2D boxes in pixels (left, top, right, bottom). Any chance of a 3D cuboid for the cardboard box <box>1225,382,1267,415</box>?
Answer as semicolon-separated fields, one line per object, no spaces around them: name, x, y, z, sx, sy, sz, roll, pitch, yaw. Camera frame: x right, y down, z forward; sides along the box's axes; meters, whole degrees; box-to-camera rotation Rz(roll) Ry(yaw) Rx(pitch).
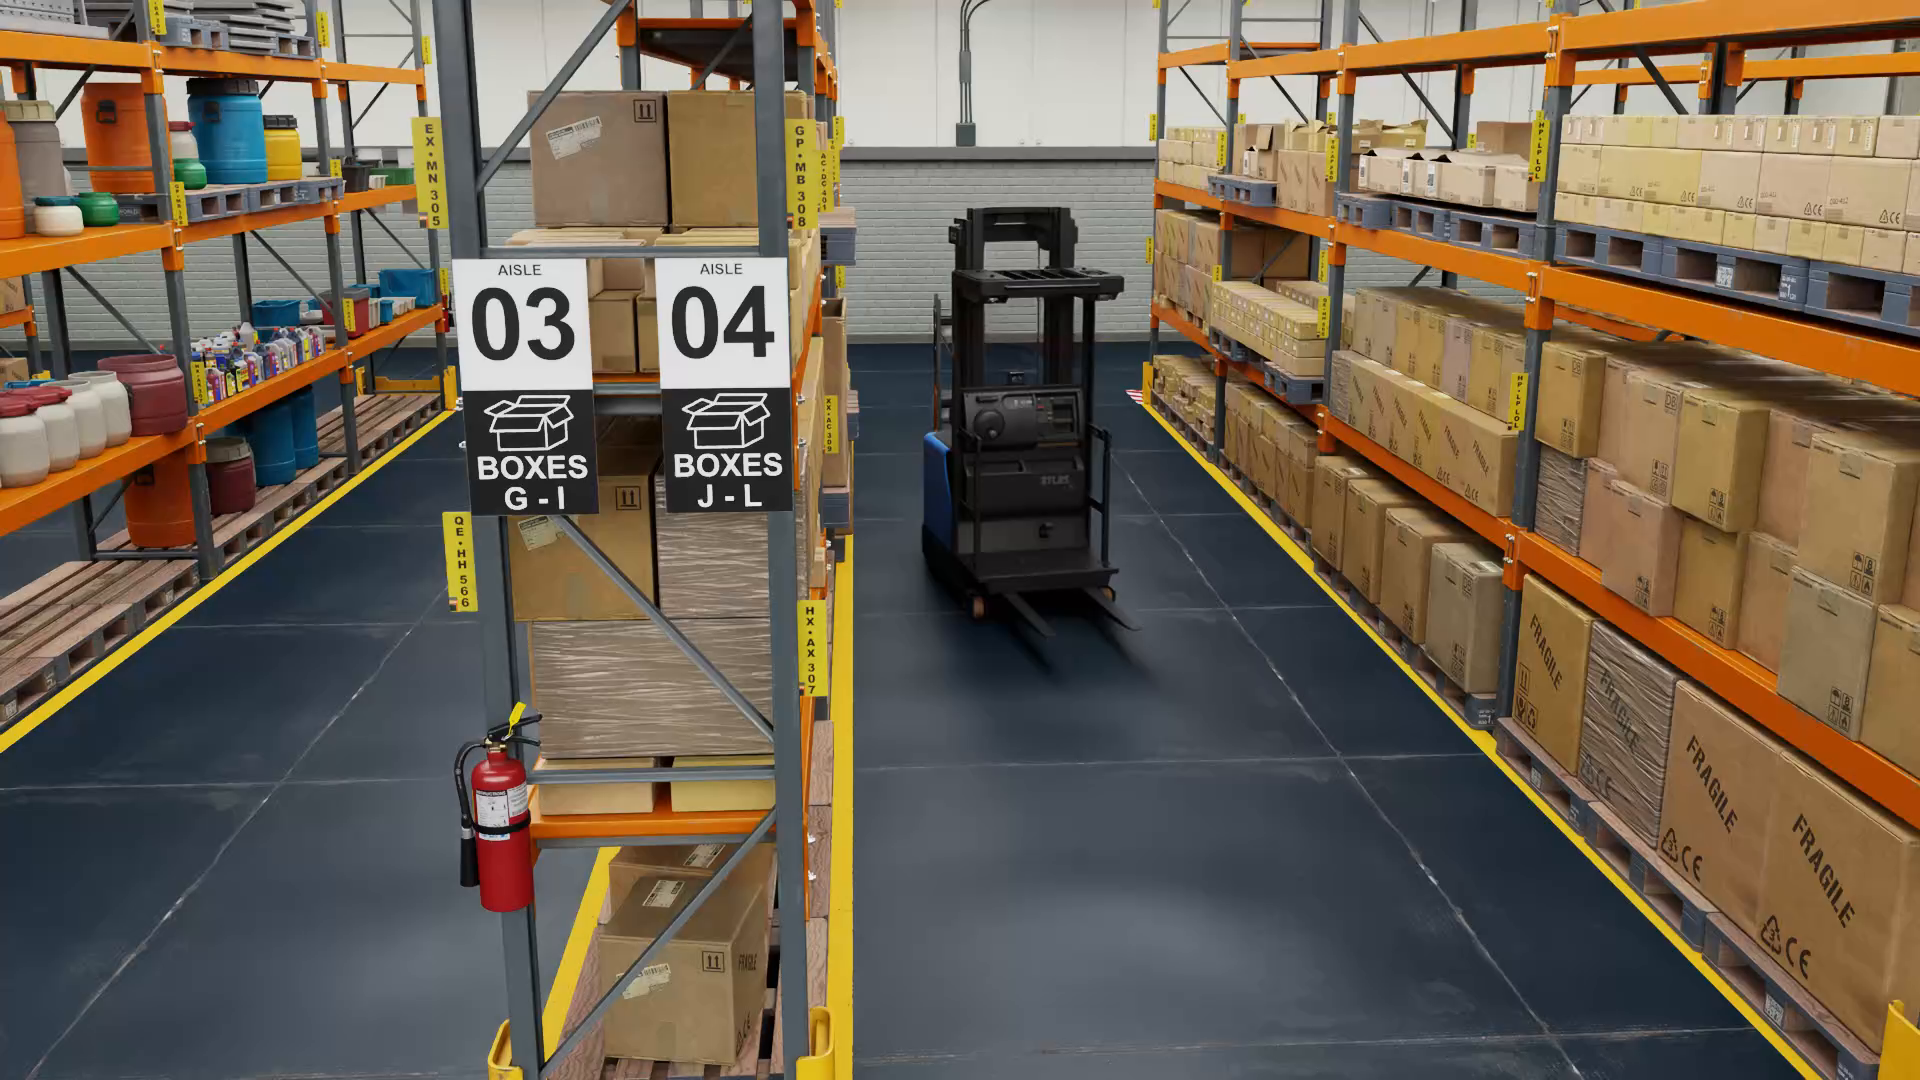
cardboard box;2.972;-1.424;16.709;0.500;0.250;0.500;-2;15;-6

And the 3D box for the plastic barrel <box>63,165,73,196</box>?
plastic barrel;-6.749;-2.558;12.203;0.421;0.512;0.421;0;14;0

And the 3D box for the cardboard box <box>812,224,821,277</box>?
cardboard box;-0.983;-1.485;8.560;0.500;0.250;0.500;0;14;-1

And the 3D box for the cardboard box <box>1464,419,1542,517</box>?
cardboard box;3.386;-0.440;10.016;0.500;0.500;0.500;-1;14;-4

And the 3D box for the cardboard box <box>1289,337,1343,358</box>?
cardboard box;2.952;-1.602;13.799;0.380;0.149;0.250;-1;14;-2

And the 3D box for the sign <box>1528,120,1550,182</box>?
sign;3.144;-2.111;9.021;0.100;0.325;0.005;-1;14;-3

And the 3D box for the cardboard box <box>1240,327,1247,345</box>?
cardboard box;2.841;-1.908;15.582;0.380;0.149;0.250;-1;14;-4

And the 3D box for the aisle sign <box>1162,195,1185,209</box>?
aisle sign;2.638;-4.523;20.868;0.394;0.787;0.004;-1;14;-3

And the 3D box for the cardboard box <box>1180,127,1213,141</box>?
cardboard box;2.734;-4.659;19.093;0.380;0.149;0.250;0;14;-2

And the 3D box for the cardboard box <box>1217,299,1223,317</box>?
cardboard box;2.773;-2.312;16.556;0.380;0.149;0.250;-1;14;-5

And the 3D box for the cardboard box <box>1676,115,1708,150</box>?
cardboard box;3.449;-1.823;7.431;0.380;0.149;0.250;-1;14;-4

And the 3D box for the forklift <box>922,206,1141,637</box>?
forklift;0.537;-0.945;12.316;1.130;2.935;3.031;-4;15;-14

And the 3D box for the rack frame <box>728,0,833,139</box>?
rack frame;-1.767;-5.109;16.326;1.000;3.000;0.127;-1;14;-3

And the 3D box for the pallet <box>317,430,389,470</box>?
pallet;-6.795;-0.959;17.832;1.003;0.211;1.213;-1;14;-3

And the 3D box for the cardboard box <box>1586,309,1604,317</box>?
cardboard box;7.740;-2.900;19.577;0.500;0.500;0.500;0;14;-2

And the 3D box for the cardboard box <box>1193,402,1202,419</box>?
cardboard box;2.790;-1.429;18.343;0.380;0.149;0.250;-1;14;-5

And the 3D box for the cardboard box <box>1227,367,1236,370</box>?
cardboard box;3.354;-1.976;19.872;0.380;0.149;0.250;0;14;-1

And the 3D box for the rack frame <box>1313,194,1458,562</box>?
rack frame;3.437;-1.261;13.407;1.000;3.000;0.127;-1;14;-3

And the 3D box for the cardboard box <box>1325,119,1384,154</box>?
cardboard box;3.153;-3.229;13.301;0.396;0.266;0.258;-1;14;-3

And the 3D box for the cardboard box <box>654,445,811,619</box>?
cardboard box;-0.786;-0.037;5.848;0.500;0.500;0.500;-1;14;-3

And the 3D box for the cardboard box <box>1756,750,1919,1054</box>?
cardboard box;3.825;1.387;6.538;0.875;0.875;0.875;-1;14;-3

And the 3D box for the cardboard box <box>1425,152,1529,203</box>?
cardboard box;3.357;-2.360;10.794;0.500;0.311;0.500;-1;14;-5

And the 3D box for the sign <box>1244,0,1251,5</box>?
sign;3.497;-6.688;20.269;0.100;0.325;0.005;-1;14;-3

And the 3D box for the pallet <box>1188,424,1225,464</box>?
pallet;3.113;-1.072;18.268;1.003;0.211;1.213;-1;14;-3

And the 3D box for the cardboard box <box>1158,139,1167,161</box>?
cardboard box;2.710;-4.757;20.273;0.500;0.250;0.500;-1;14;-3

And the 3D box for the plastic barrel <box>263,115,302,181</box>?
plastic barrel;-6.451;-3.651;15.456;0.600;0.588;0.600;0;14;0

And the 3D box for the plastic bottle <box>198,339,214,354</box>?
plastic bottle;-7.005;-1.716;15.426;0.152;0.276;0.135;-1;14;-3

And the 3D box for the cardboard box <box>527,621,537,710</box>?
cardboard box;-1.181;0.328;6.434;0.875;0.500;0.500;-1;14;-3

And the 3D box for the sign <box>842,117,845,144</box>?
sign;-1.472;-5.047;20.484;0.100;0.325;0.005;-1;14;-3

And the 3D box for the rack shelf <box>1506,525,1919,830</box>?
rack shelf;3.809;0.580;7.697;1.077;0.370;4.000;-1;14;-3

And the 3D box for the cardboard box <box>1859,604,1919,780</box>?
cardboard box;3.865;0.565;6.011;0.875;0.550;0.550;-1;14;-3

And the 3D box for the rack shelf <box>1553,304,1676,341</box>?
rack shelf;8.000;-2.506;19.691;1.077;0.370;4.000;-1;14;-3

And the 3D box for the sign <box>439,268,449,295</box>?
sign;-6.410;-3.214;20.671;0.100;0.325;0.005;-1;14;-3

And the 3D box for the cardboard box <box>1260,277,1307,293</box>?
cardboard box;3.410;-2.575;17.717;0.500;0.500;0.500;-1;14;-4

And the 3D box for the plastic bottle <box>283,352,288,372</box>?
plastic bottle;-6.267;-1.660;15.358;0.097;0.201;0.097;0;14;0

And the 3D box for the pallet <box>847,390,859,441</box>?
pallet;-1.369;-0.941;12.548;1.213;0.211;1.003;-1;14;-3

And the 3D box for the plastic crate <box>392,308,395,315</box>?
plastic crate;-6.645;-2.609;19.057;0.298;0.136;0.250;-1;14;-3

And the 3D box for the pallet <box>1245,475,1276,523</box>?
pallet;3.318;-0.407;15.686;1.003;0.211;1.213;-1;14;-3

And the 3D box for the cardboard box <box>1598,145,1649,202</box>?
cardboard box;3.469;-1.790;8.106;0.500;0.250;0.500;-1;14;-4

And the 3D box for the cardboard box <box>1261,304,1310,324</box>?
cardboard box;2.891;-1.999;14.745;0.380;0.149;0.250;-1;14;-3

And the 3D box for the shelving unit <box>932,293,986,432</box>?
shelving unit;-0.010;-1.058;14.425;0.431;2.100;0.503;-1;14;-3

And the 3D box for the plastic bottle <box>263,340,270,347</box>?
plastic bottle;-6.425;-1.716;15.434;0.097;0.271;0.097;0;14;0

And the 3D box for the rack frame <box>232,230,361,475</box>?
rack frame;-6.710;-2.128;16.776;1.000;3.000;0.127;-1;14;-3

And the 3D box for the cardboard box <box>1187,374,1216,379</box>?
cardboard box;2.848;-1.838;19.333;0.380;0.149;0.250;-1;14;-3

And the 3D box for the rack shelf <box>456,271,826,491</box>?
rack shelf;-1.147;-0.821;7.123;1.077;0.370;4.000;-1;14;-3

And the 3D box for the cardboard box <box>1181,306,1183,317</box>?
cardboard box;2.782;-2.656;19.333;0.380;0.149;0.250;0;14;-1

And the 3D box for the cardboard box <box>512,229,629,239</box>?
cardboard box;-1.417;-1.052;6.077;0.380;0.149;0.250;-1;14;-3

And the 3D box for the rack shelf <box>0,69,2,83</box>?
rack shelf;-11.778;-5.105;17.758;1.077;0.370;4.000;-1;14;-3

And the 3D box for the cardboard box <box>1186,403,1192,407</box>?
cardboard box;2.812;-1.494;19.191;0.380;0.149;0.250;-1;14;-2

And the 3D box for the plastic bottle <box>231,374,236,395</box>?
plastic bottle;-6.184;-1.327;14.062;0.097;0.201;0.097;0;14;0

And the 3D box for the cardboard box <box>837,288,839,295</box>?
cardboard box;-1.564;-2.884;17.916;0.500;0.500;0.500;-1;14;-3

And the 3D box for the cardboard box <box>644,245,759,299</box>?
cardboard box;-0.810;-0.865;5.349;0.380;0.149;0.250;-1;14;-4

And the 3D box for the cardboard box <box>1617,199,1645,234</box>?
cardboard box;3.416;-1.564;8.027;0.380;0.149;0.250;-1;14;-4

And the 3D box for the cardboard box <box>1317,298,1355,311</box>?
cardboard box;3.507;-2.137;15.282;0.380;0.149;0.250;-1;14;-4

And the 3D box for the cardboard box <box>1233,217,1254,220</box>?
cardboard box;3.327;-3.430;19.035;0.500;0.500;0.500;-1;14;-5

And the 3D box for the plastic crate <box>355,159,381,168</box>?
plastic crate;-7.213;-4.412;19.896;0.497;0.269;0.590;-1;14;-3

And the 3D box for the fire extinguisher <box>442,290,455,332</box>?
fire extinguisher;-6.514;-2.949;20.872;0.296;0.674;0.183;-1;14;-3
